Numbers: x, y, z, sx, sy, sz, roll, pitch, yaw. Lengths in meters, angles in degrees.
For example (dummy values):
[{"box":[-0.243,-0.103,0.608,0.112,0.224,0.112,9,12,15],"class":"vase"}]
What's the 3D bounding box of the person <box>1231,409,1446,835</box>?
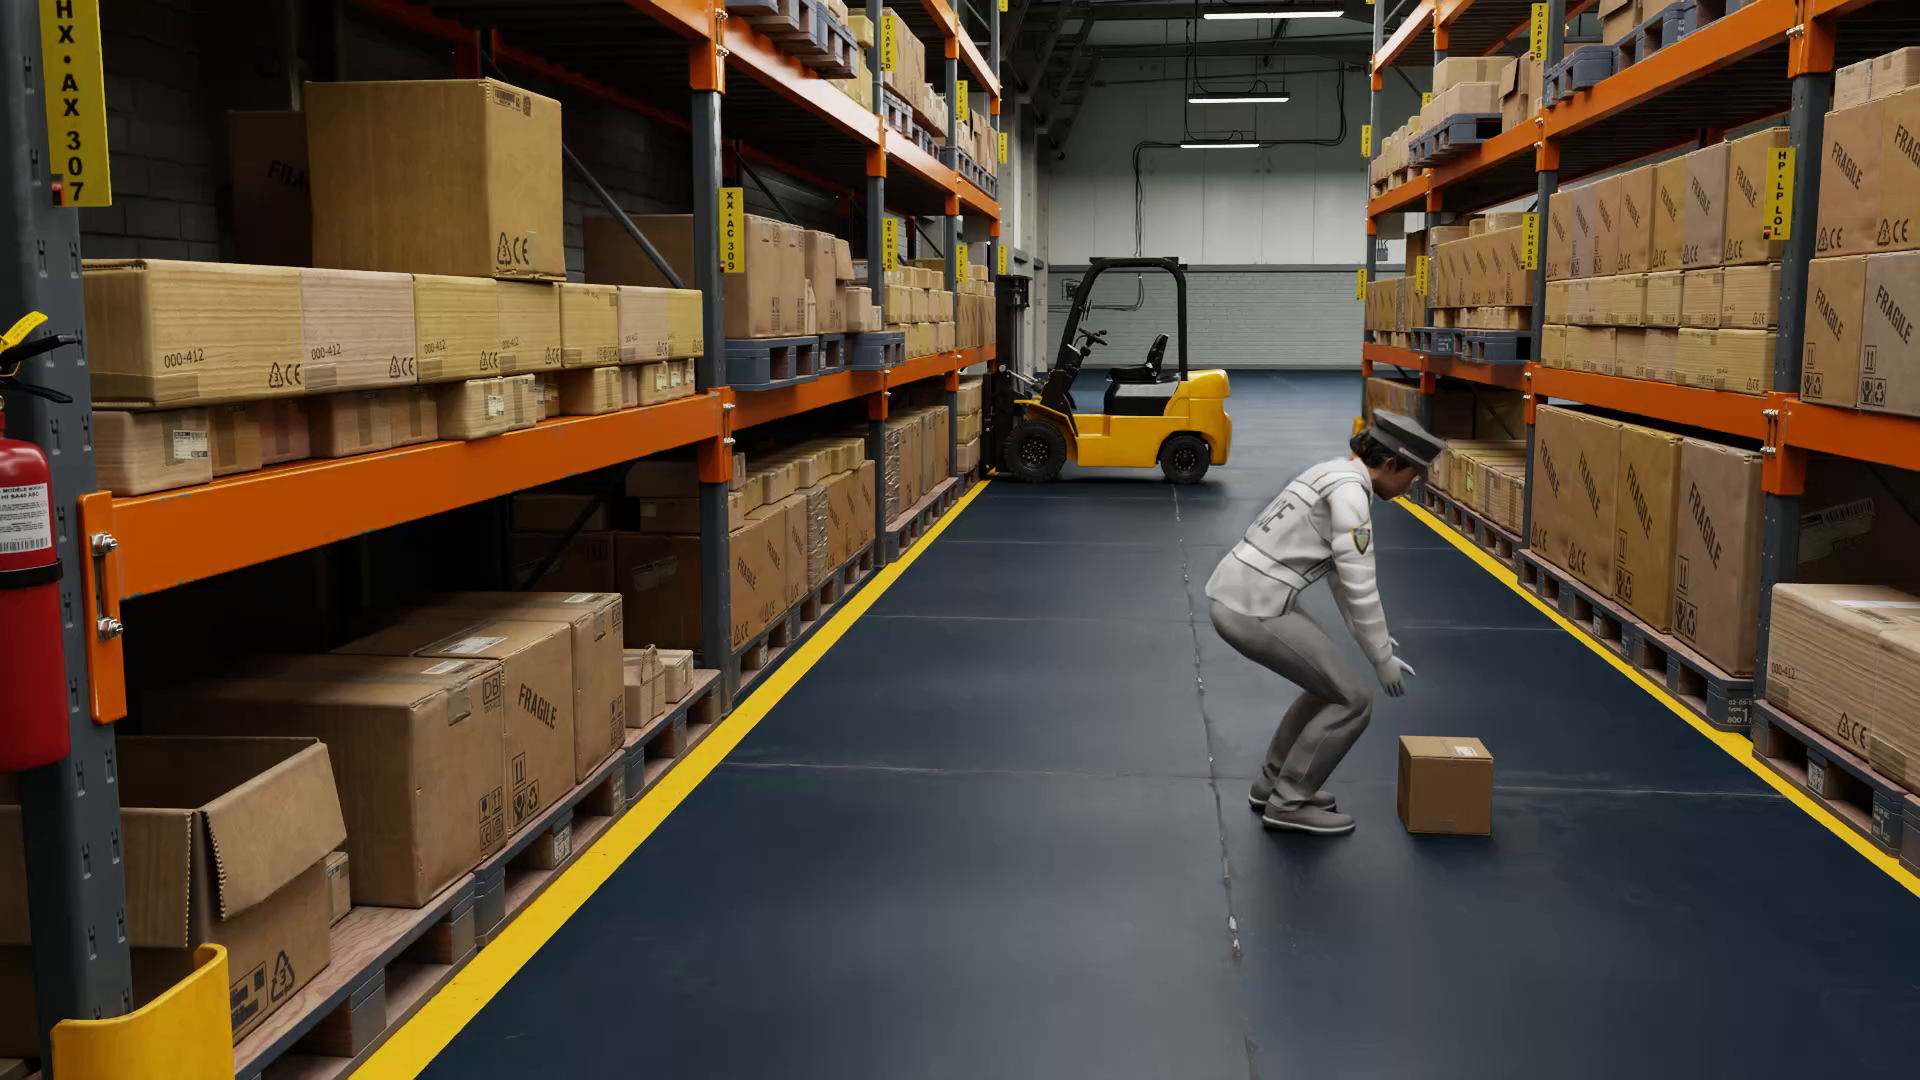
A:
[{"box":[1.190,0.248,5.276,0.656,1.320,0.391,1,8,6],"class":"person"}]
